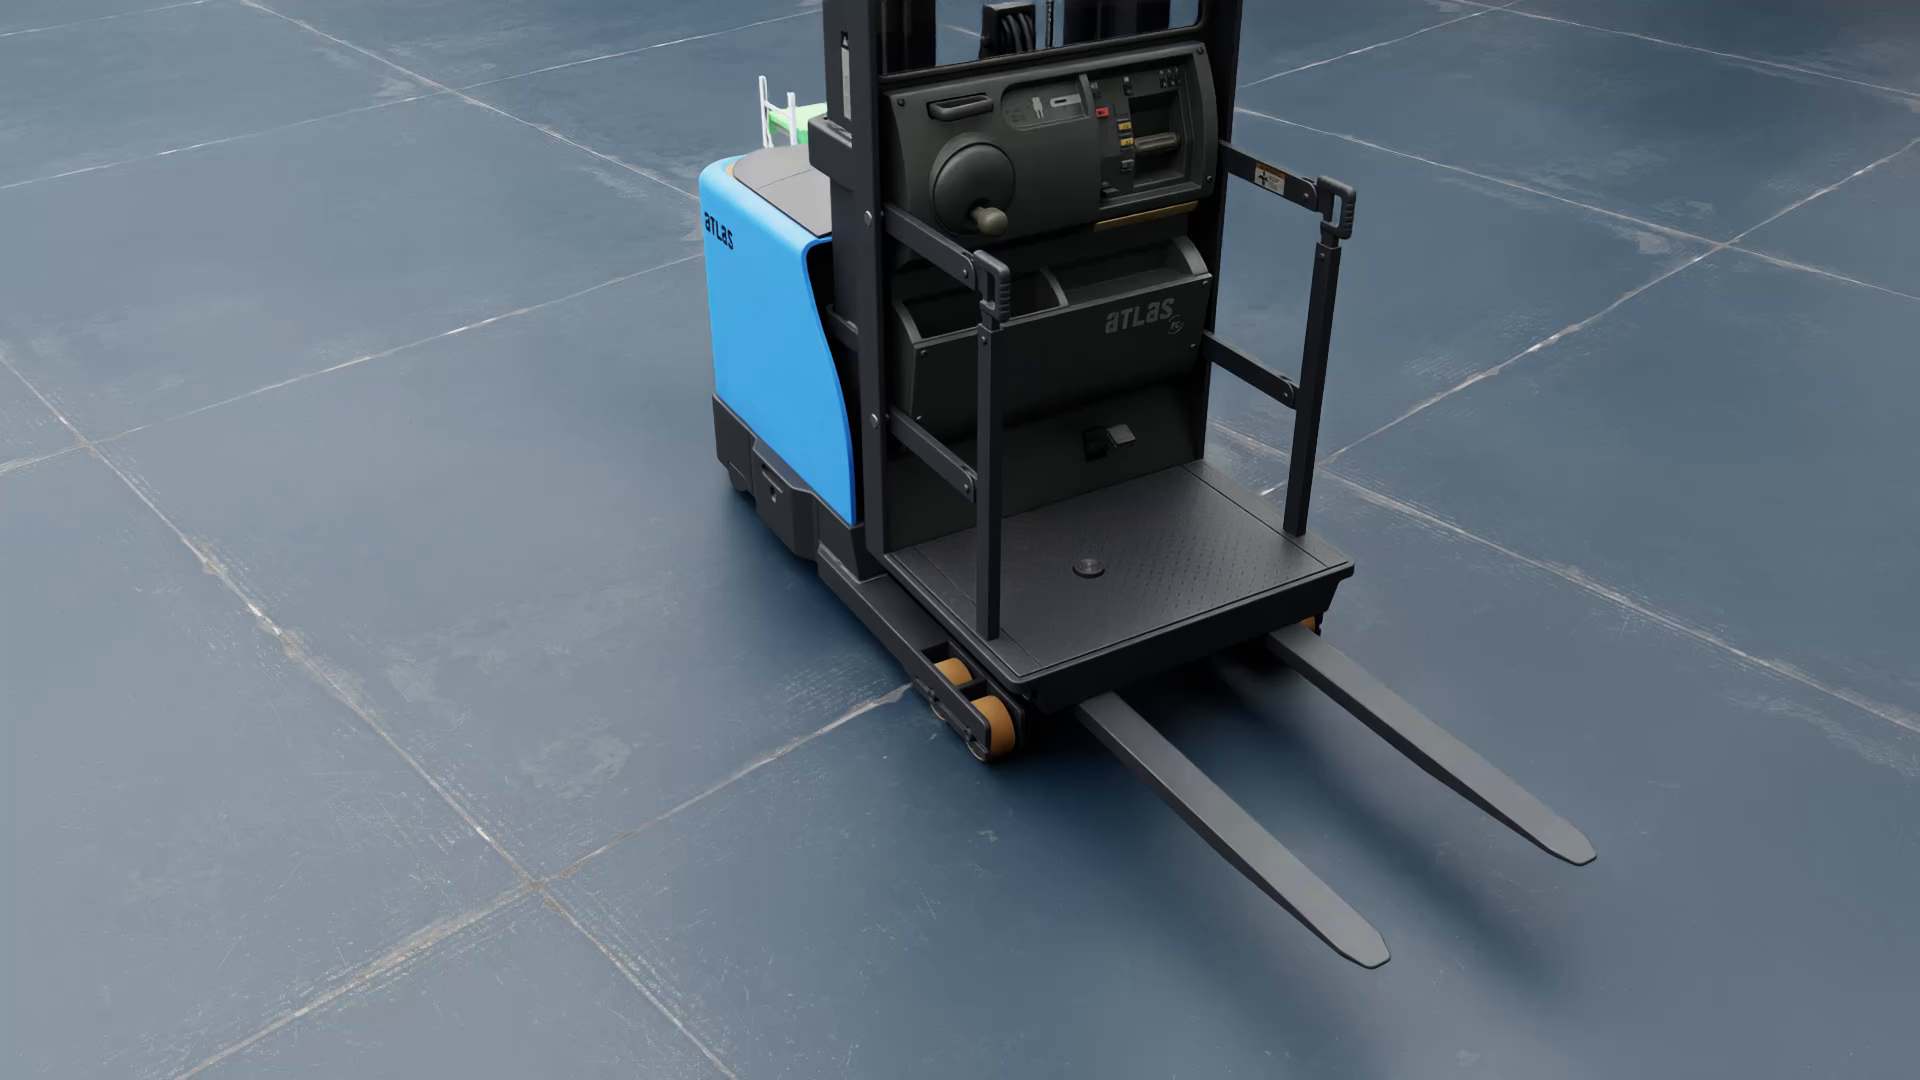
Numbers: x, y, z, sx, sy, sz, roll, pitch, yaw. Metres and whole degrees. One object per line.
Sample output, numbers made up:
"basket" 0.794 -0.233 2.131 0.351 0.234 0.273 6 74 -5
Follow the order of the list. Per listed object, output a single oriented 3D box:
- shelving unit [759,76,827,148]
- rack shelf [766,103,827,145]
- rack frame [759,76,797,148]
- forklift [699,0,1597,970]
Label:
"shelving unit" -0.372 -1.006 5.740 0.503 1.200 0.258 -17 34 -26
"rack shelf" -0.376 -1.364 5.528 0.480 0.148 0.258 -17 34 -26
"rack frame" -0.583 -0.941 5.635 0.015 1.200 0.240 -17 34 -26
"forklift" 0.362 -0.955 4.002 1.130 2.935 3.031 -17 35 -25
